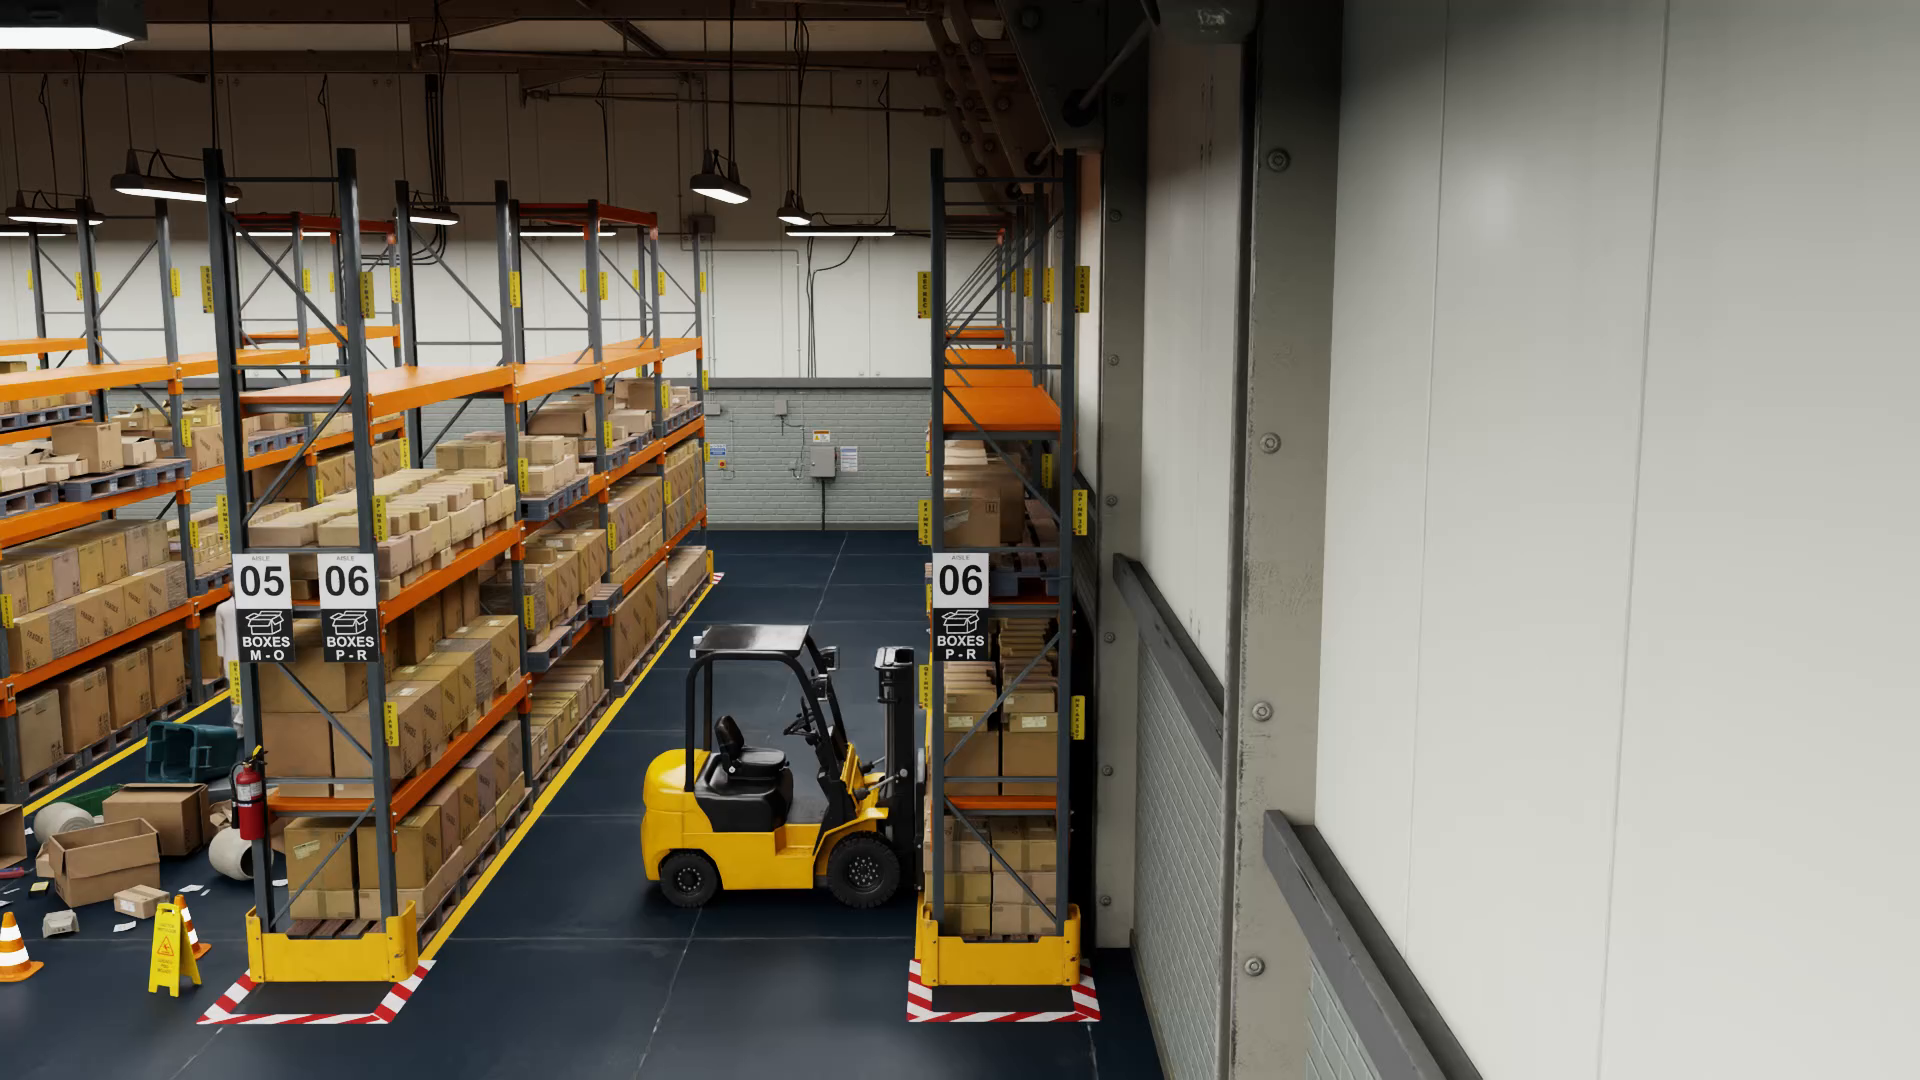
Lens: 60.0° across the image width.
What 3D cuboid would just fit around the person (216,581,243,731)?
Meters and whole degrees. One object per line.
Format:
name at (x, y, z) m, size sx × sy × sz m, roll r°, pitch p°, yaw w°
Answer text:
person at (-8.081, 1.284, 18.634) m, size 0.602 × 1.696 × 0.534 m, roll 1°, pitch 9°, yaw 9°
